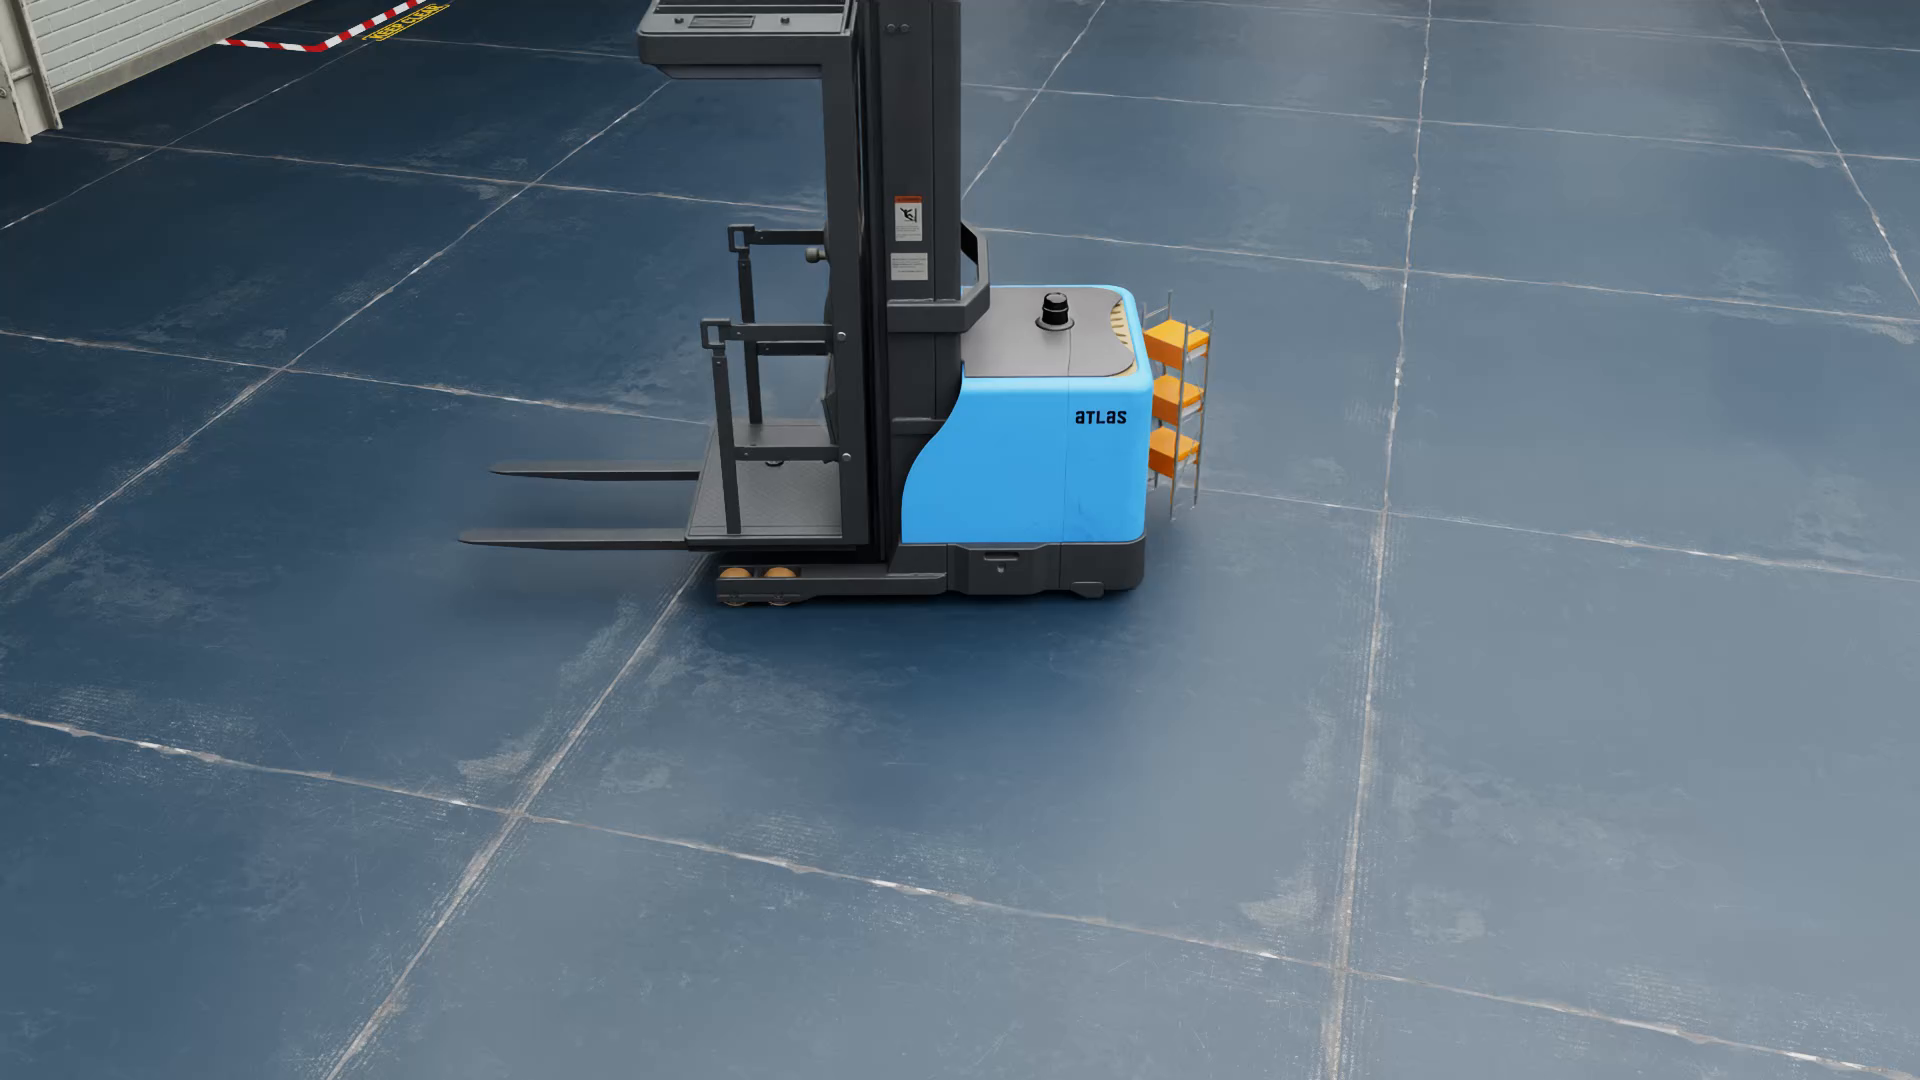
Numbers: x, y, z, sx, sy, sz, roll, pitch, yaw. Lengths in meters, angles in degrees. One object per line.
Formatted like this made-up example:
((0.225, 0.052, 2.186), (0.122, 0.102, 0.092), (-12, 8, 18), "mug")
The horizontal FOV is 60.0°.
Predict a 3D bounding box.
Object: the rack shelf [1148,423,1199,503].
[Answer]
((0.980, -0.367, 7.886), (0.240, 0.259, 0.215), (28, 42, 37), "rack shelf")

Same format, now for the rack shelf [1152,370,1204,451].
((0.980, -0.601, 7.736), (0.240, 0.259, 0.215), (28, 42, 37), "rack shelf")

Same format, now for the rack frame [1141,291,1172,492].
((0.894, -0.657, 7.803), (0.008, 1.050, 0.200), (28, 42, 37), "rack frame")

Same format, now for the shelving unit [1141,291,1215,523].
((0.980, -0.610, 7.730), (0.252, 1.050, 0.215), (28, 42, 37), "shelving unit")

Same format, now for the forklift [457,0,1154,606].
((-0.708, -1.234, 6.959), (3.031, 2.935, 1.130), (0, 32, 0), "forklift")

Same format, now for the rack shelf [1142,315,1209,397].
((0.980, -0.840, 7.583), (0.240, 0.259, 0.215), (28, 42, 37), "rack shelf")

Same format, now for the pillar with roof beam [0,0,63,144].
((-2.891, -6.288, 9.254), (9.100, 9.000, 0.400), (8, 33, 12), "pillar with roof beam")

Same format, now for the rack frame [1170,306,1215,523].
((1.067, -0.564, 7.658), (0.008, 1.050, 0.200), (28, 42, 37), "rack frame")
